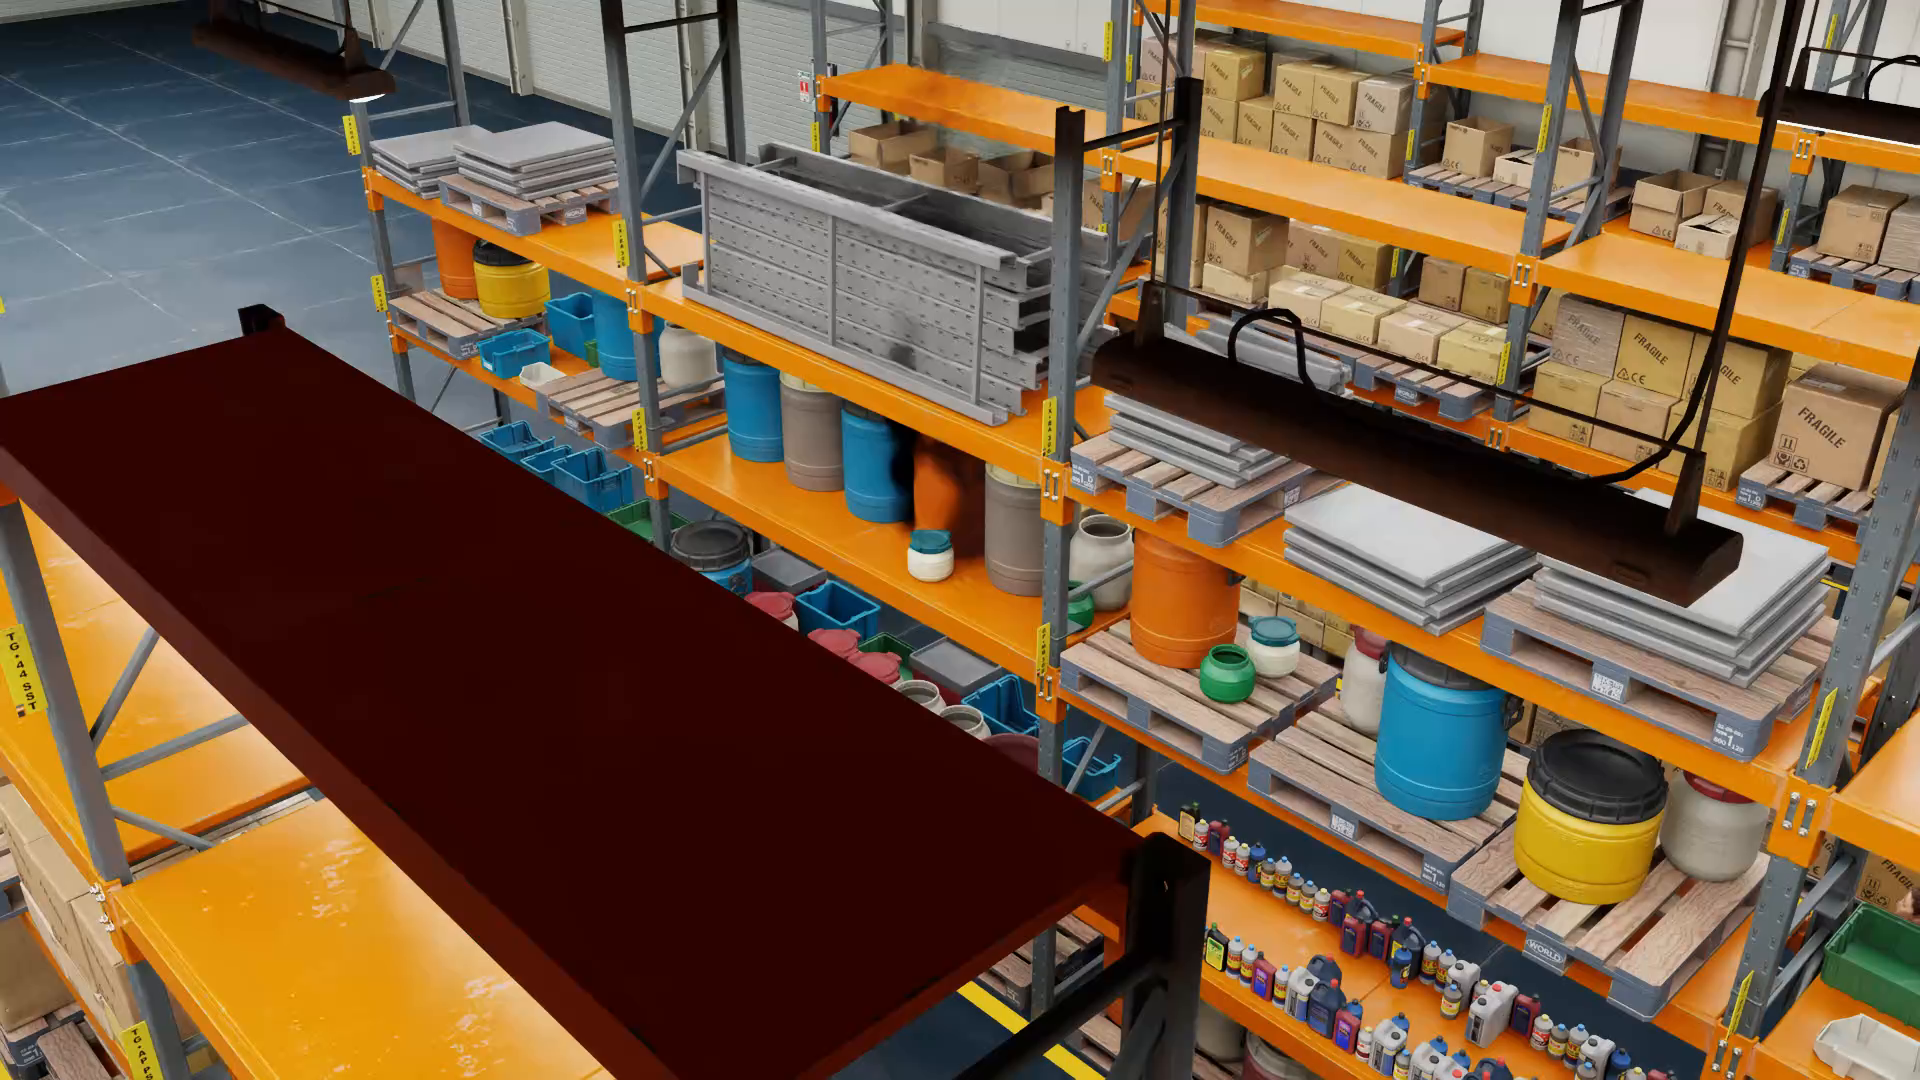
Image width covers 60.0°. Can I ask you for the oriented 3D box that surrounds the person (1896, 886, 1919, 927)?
[{"bbox_3d":[5.590,2.783,9.935,0.760,1.718,0.523,20,34,32],"label":"person"}]

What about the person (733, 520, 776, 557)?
[{"bbox_3d":[-1.920,-0.356,15.662,0.589,1.736,0.669,23,36,36],"label":"person"}]
